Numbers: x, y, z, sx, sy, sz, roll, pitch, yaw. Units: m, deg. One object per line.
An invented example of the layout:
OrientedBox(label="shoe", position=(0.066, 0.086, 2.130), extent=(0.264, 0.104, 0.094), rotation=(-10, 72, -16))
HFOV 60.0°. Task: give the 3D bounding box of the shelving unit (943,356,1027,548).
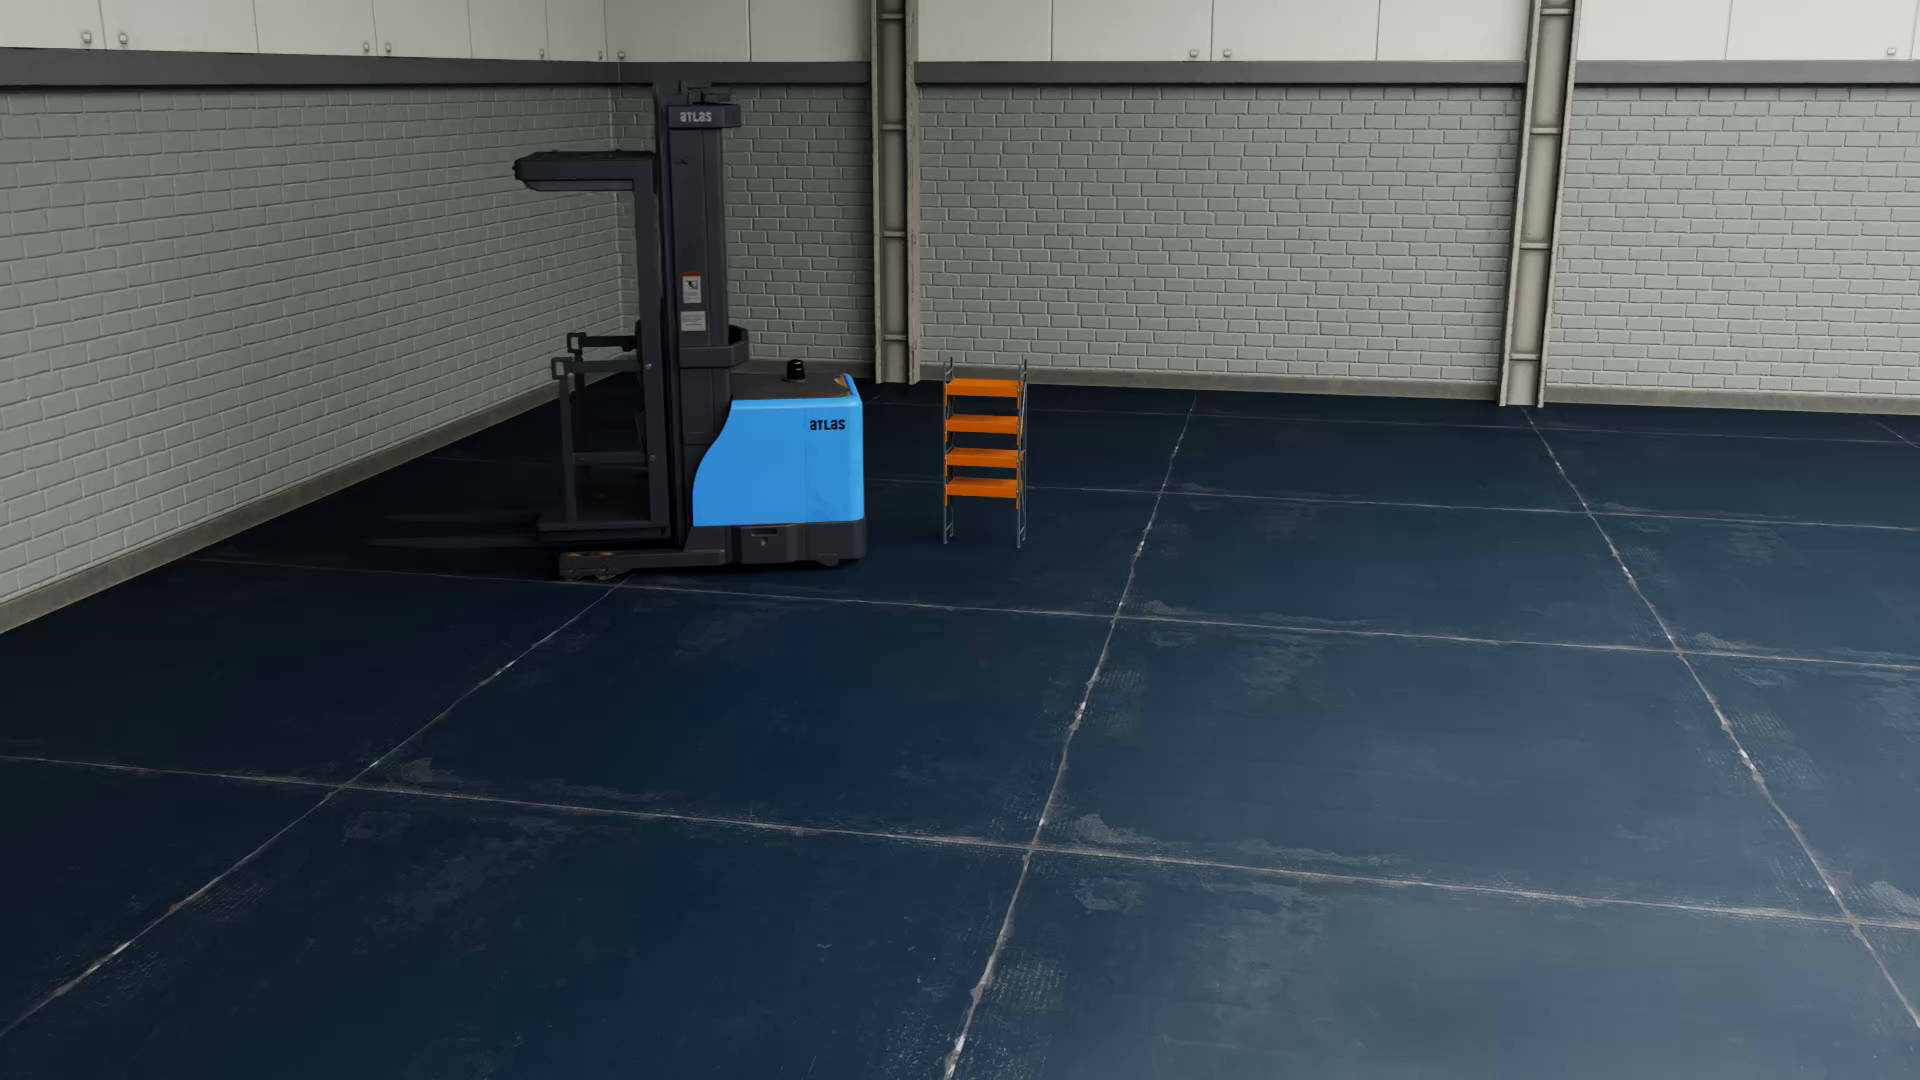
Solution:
OrientedBox(label="shelving unit", position=(13.650, -0.152, 7.890), extent=(28.100, 1.949, 0.597), rotation=(3, 16, 11))

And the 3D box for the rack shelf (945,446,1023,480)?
OrientedBox(label="rack shelf", position=(13.656, -0.373, 7.828), extent=(28.088, 1.490, 0.597), rotation=(3, 16, 11))

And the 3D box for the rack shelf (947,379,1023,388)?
OrientedBox(label="rack shelf", position=(0.162, -0.986, 10.685), extent=(0.457, 0.050, 0.221), rotation=(3, 16, 11))

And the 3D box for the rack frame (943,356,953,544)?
OrientedBox(label="rack frame", position=(-0.077, -0.582, 10.847), extent=(0.015, 1.200, 0.240), rotation=(3, 16, 11))

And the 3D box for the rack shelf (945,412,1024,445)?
OrientedBox(label="rack shelf", position=(0.162, -0.720, 10.758), extent=(0.480, 0.148, 0.258), rotation=(3, 16, 11))

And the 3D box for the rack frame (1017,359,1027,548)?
OrientedBox(label="rack frame", position=(0.401, -0.556, 10.753), extent=(0.015, 1.200, 0.240), rotation=(3, 16, 11))

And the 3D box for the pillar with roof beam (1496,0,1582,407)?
OrientedBox(label="pillar with roof beam", position=(4.397, -4.493, 10.357), extent=(0.400, 9.000, 9.100), rotation=(3, 16, 11))

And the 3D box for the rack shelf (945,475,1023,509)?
OrientedBox(label="rack shelf", position=(0.162, -0.313, 10.871), extent=(0.480, 0.148, 0.258), rotation=(3, 16, 11))

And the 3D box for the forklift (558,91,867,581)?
OrientedBox(label="forklift", position=(-1.600, -1.303, 10.324), extent=(1.939, 2.867, 1.129), rotation=(-2, 16, -7))
